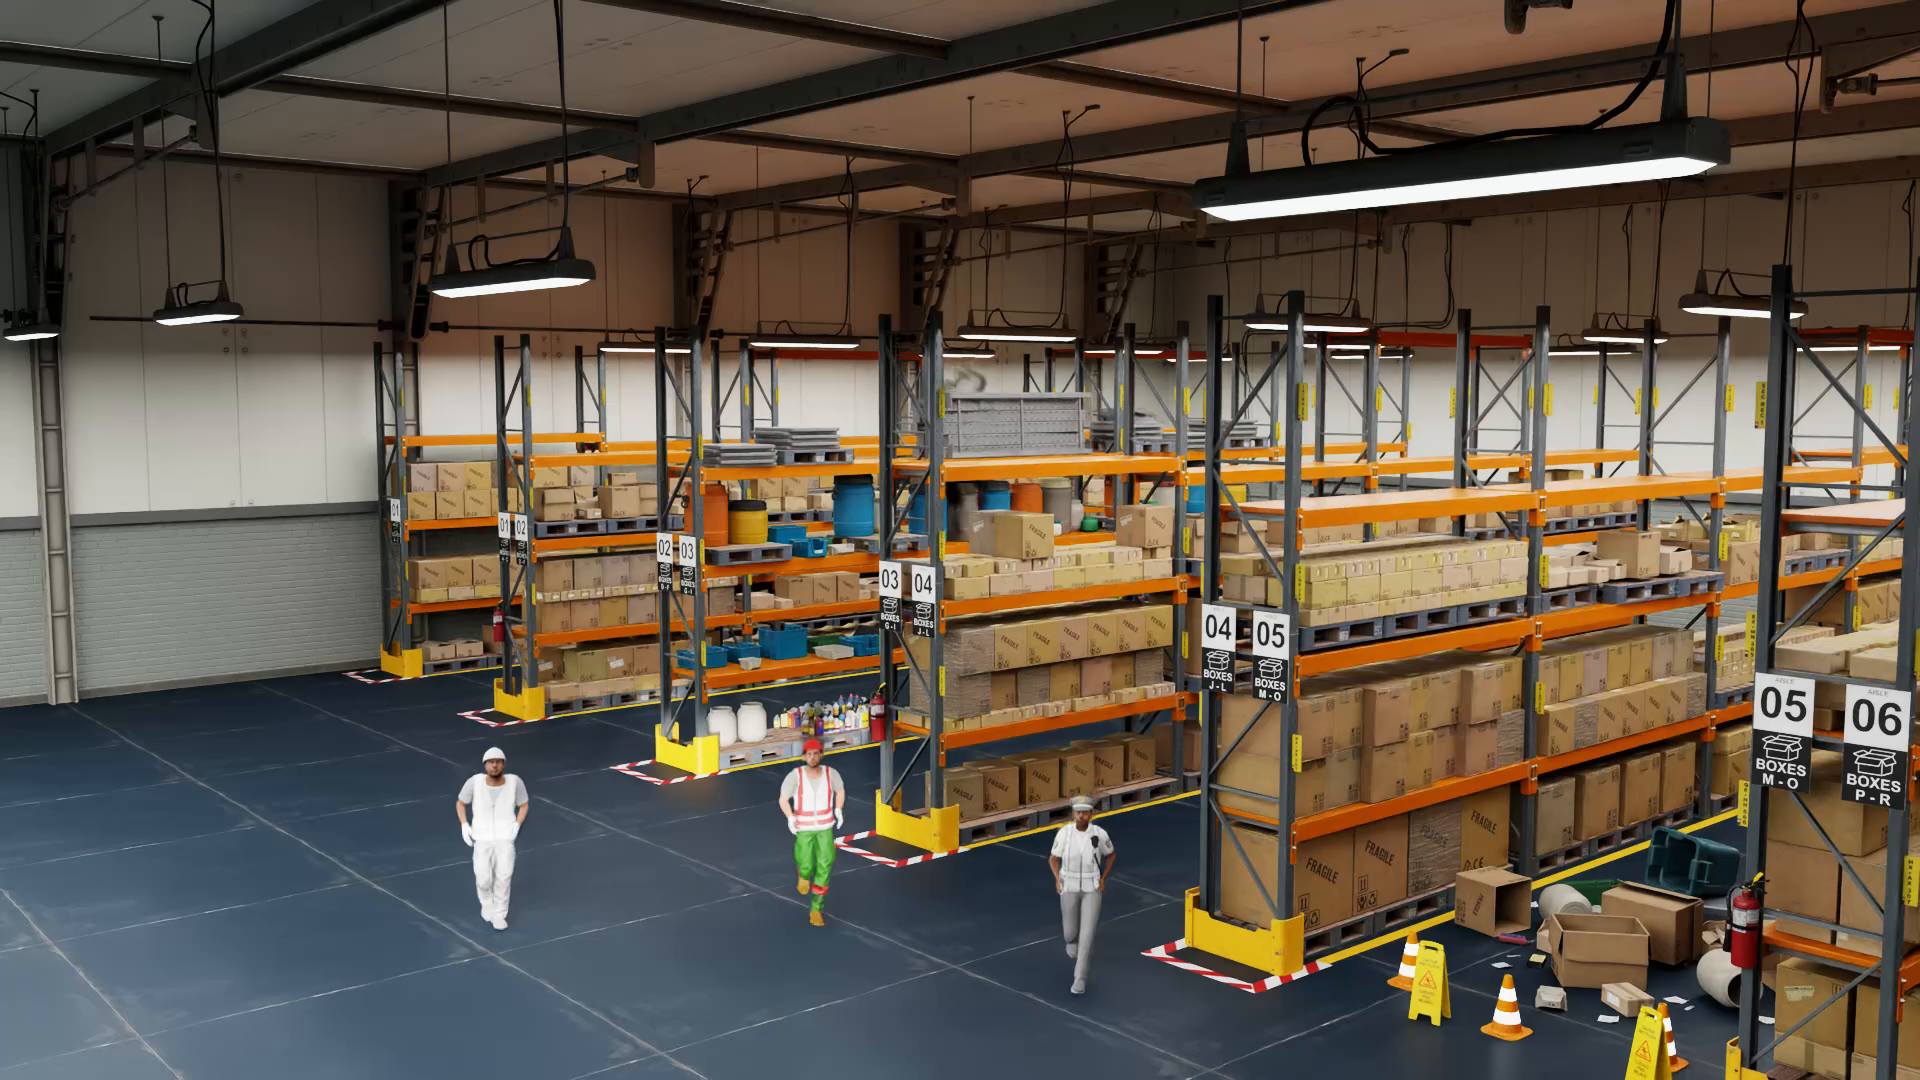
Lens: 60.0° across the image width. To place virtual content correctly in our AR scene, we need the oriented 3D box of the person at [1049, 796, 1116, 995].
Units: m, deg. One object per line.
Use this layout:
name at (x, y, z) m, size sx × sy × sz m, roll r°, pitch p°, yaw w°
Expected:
person at (1.054, 3.031, 14.467) m, size 0.561 × 1.682 × 0.727 m, roll 1°, pitch 5°, yaw 6°

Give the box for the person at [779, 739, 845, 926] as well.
person at (-1.433, 2.823, 16.320) m, size 0.660 × 1.765 × 0.781 m, roll -1°, pitch 5°, yaw -13°

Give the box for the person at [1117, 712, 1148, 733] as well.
person at (2.519, 1.900, 23.536) m, size 0.687 × 1.710 × 0.765 m, roll 5°, pitch 7°, yaw 42°

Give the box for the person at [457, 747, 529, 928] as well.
person at (-4.459, 2.848, 15.902) m, size 0.672 × 1.742 × 0.532 m, roll -1°, pitch 5°, yaw -16°
